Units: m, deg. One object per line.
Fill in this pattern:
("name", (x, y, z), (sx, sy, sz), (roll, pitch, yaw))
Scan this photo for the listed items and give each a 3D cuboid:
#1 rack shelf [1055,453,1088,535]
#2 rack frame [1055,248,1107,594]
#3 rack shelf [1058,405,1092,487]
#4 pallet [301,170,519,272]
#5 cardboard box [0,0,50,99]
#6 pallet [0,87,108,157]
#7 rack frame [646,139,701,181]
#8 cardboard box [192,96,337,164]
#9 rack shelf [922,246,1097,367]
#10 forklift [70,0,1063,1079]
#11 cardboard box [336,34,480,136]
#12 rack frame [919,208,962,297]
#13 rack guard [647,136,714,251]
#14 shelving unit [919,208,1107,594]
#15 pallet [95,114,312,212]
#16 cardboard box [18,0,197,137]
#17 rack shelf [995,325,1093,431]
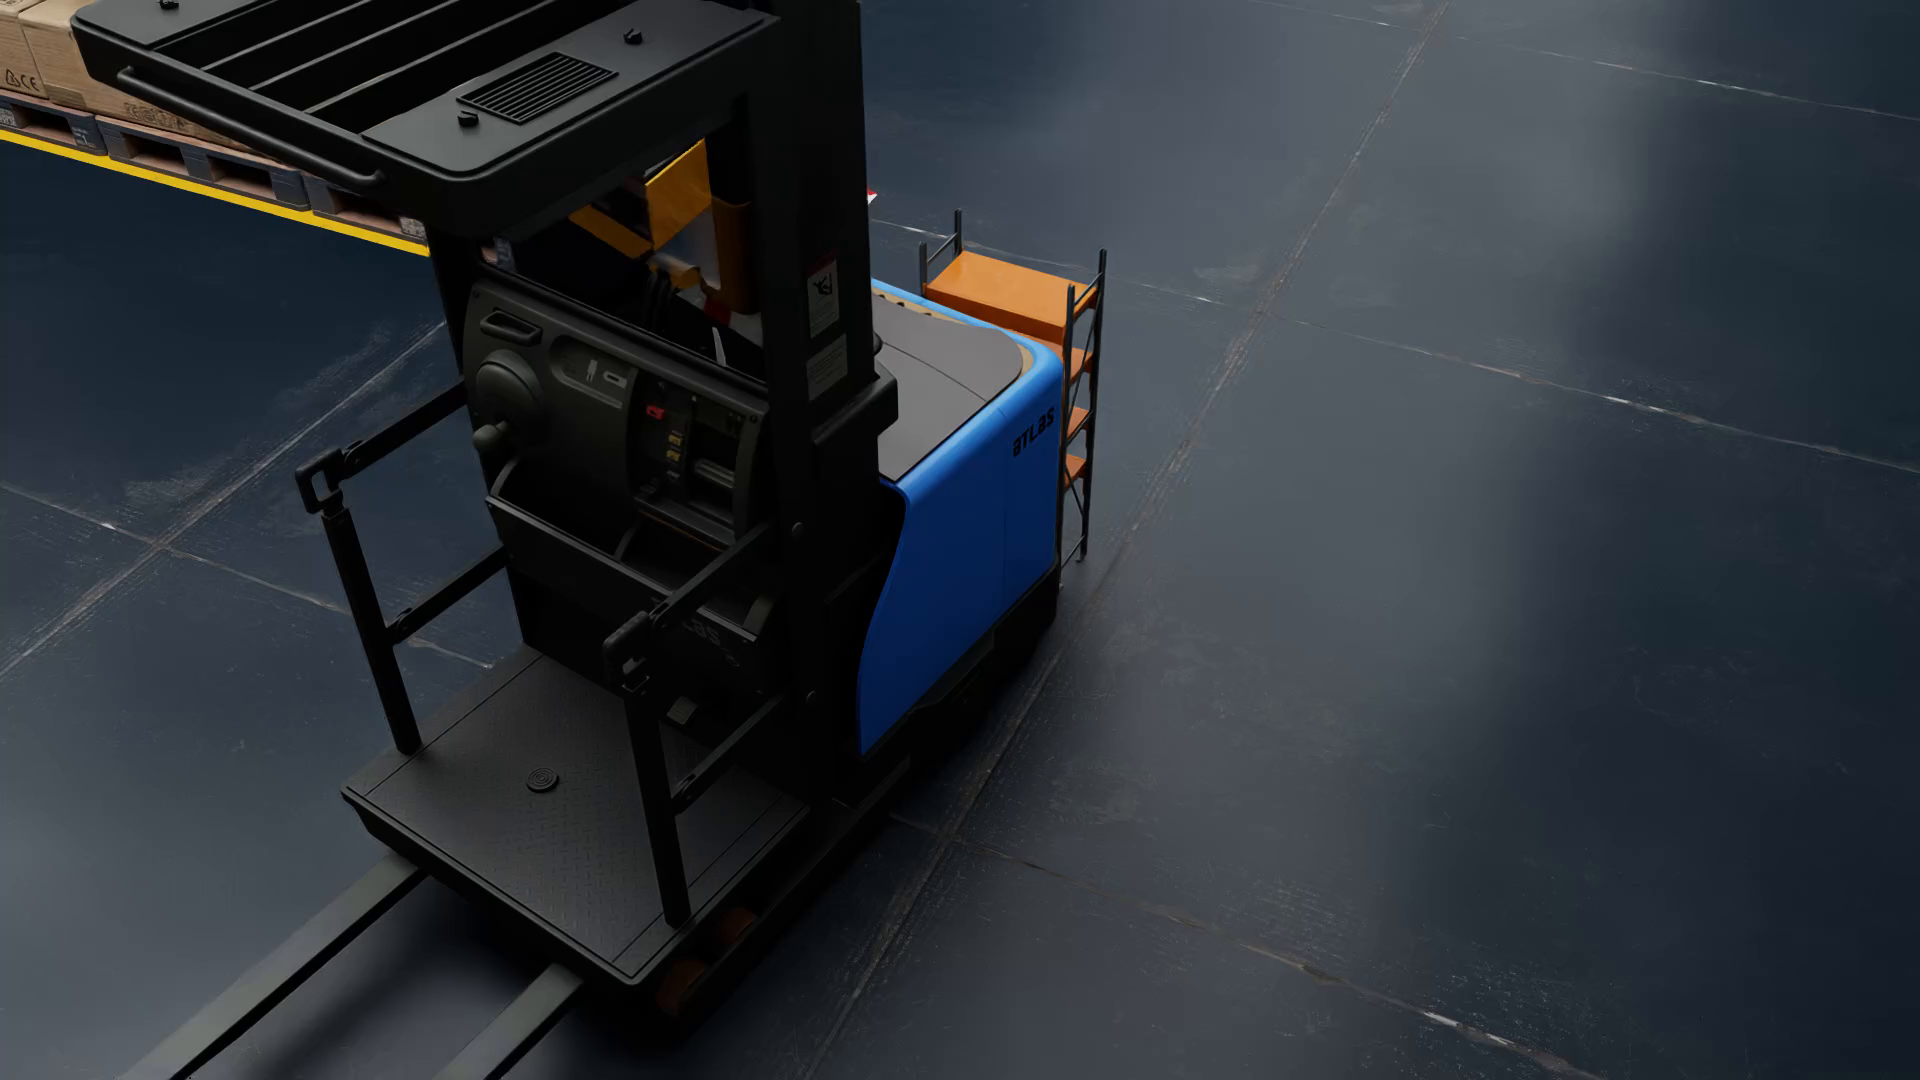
("rack shelf", (0.157, -0.216, 5.489), (0.480, 0.148, 0.258), (19, 45, 21))
("rack frame", (0.371, -0.341, 5.227), (0.015, 1.200, 0.240), (19, 45, 21))
("rack shelf", (0.157, -0.366, 5.358), (0.480, 0.148, 0.258), (19, 45, 21))
("pallet", (-2.154, -1.665, 7.510), (1.213, 0.211, 1.003), (17, 44, 19))
("cardboard box", (-4.498, -2.604, 8.100), (0.875, 0.438, 0.875), (16, 44, 18))
("pallet", (-4.365, -2.341, 8.289), (1.213, 0.211, 1.003), (17, 44, 19))
("rack frame", (-1.396, -2.544, 6.394), (0.127, 3.000, 1.000), (17, 44, 19))
("cardboard box", (-2.870, -2.106, 7.525), (0.875, 0.438, 0.875), (18, 44, 20))
("rack shelf", (0.157, -0.713, 5.057), (0.480, 0.148, 0.258), (19, 45, 21))
("forklift", (-0.949, -0.226, 3.773), (1.130, 2.935, 3.031), (25, 47, 26))
("cardboard box", (-2.037, -1.858, 7.238), (0.875, 0.438, 0.875), (16, 43, 17))
("rack frame", (-0.058, -0.492, 5.402), (0.015, 1.200, 0.240), (19, 45, 21))
("rack guard", (-1.375, -1.592, 7.206), (0.348, 0.500, 1.175), (17, 44, 19))
("shelving unit", (0.157, -0.416, 5.314), (0.503, 1.200, 0.258), (19, 45, 21))
("pallet", (-3.256, -2.004, 7.900), (1.213, 0.211, 1.003), (17, 44, 19))
("cardboard box", (-3.686, -2.357, 7.814), (0.875, 0.438, 0.875), (16, 43, 17))
("rack shelf", (0.157, -0.535, 5.212), (0.480, 0.148, 0.258), (19, 45, 21))
